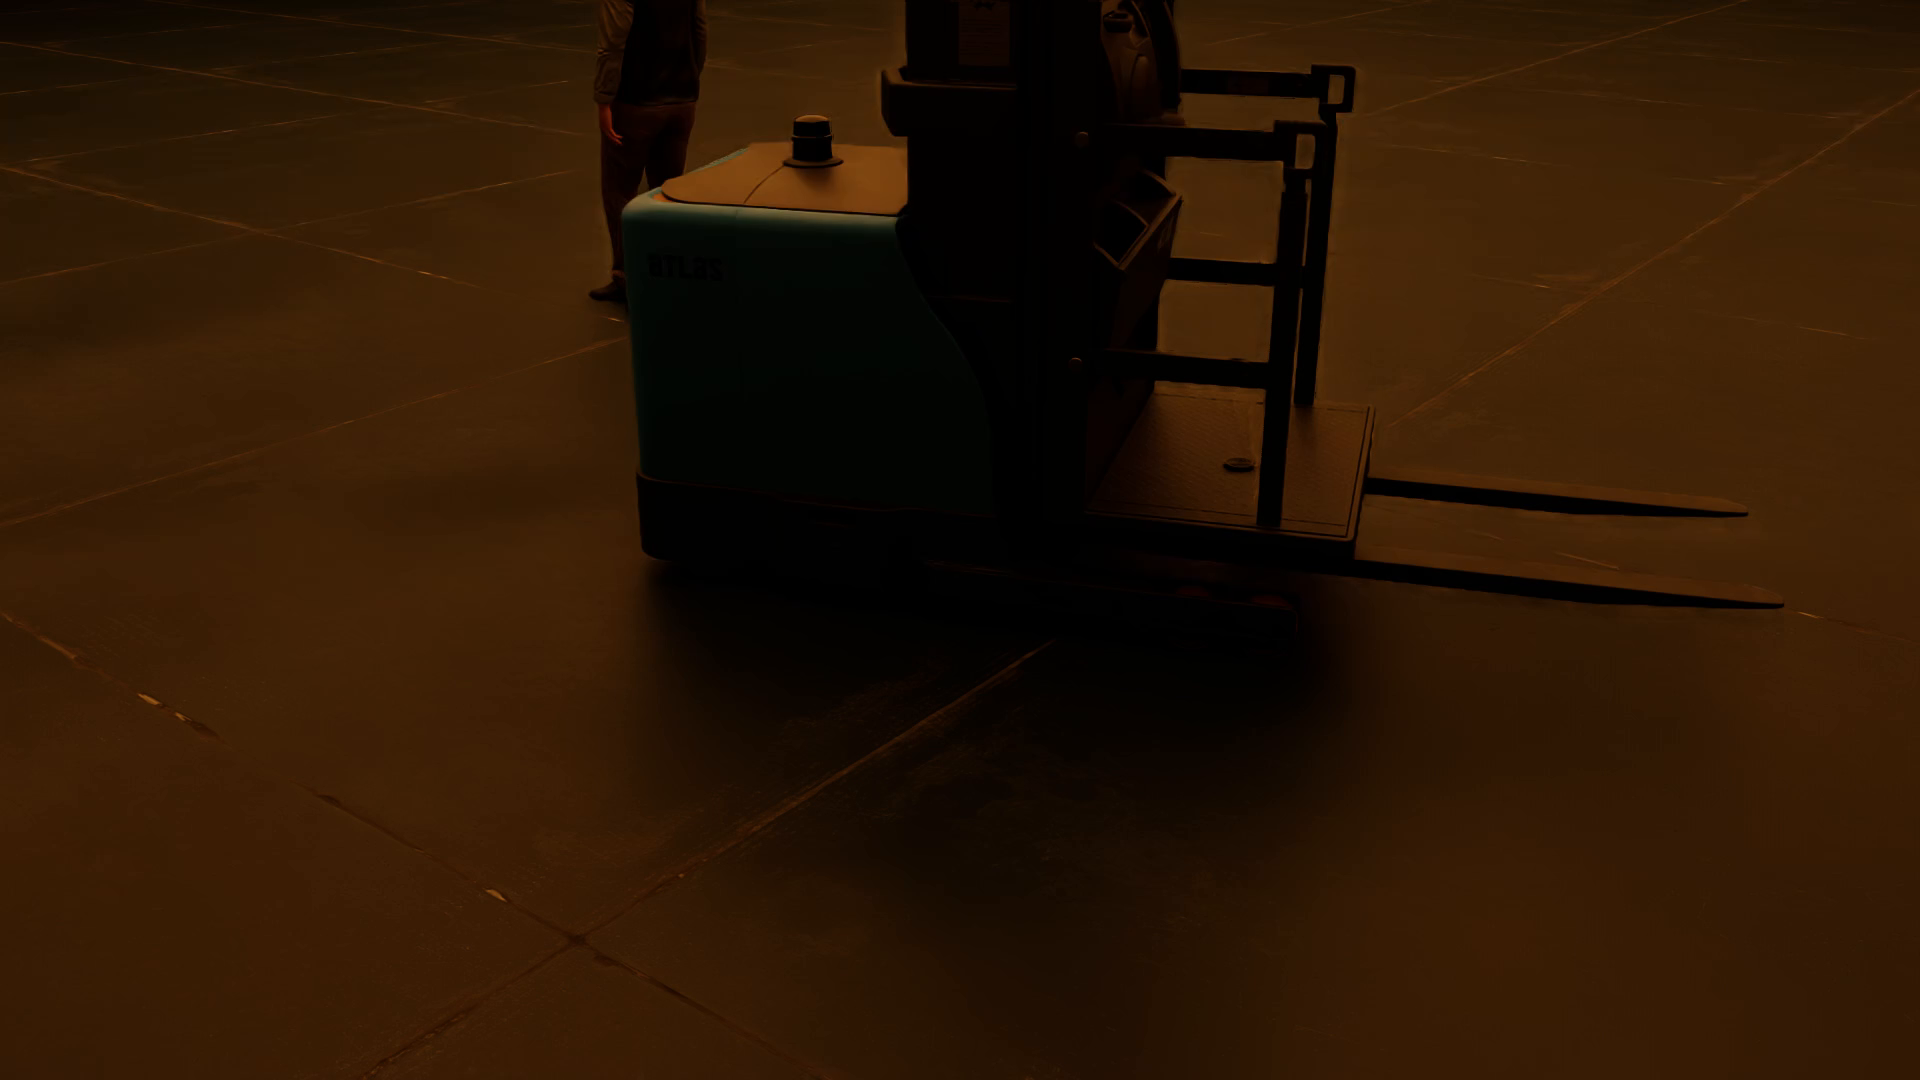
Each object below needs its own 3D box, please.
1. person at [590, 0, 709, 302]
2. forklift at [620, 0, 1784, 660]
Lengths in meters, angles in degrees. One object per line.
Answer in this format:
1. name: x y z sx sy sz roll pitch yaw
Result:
1. person: -1.384 -1.894 7.248 0.498 1.742 0.615 18 29 35
2. forklift: 0.658 -1.271 4.260 3.031 2.935 1.130 6 24 14
